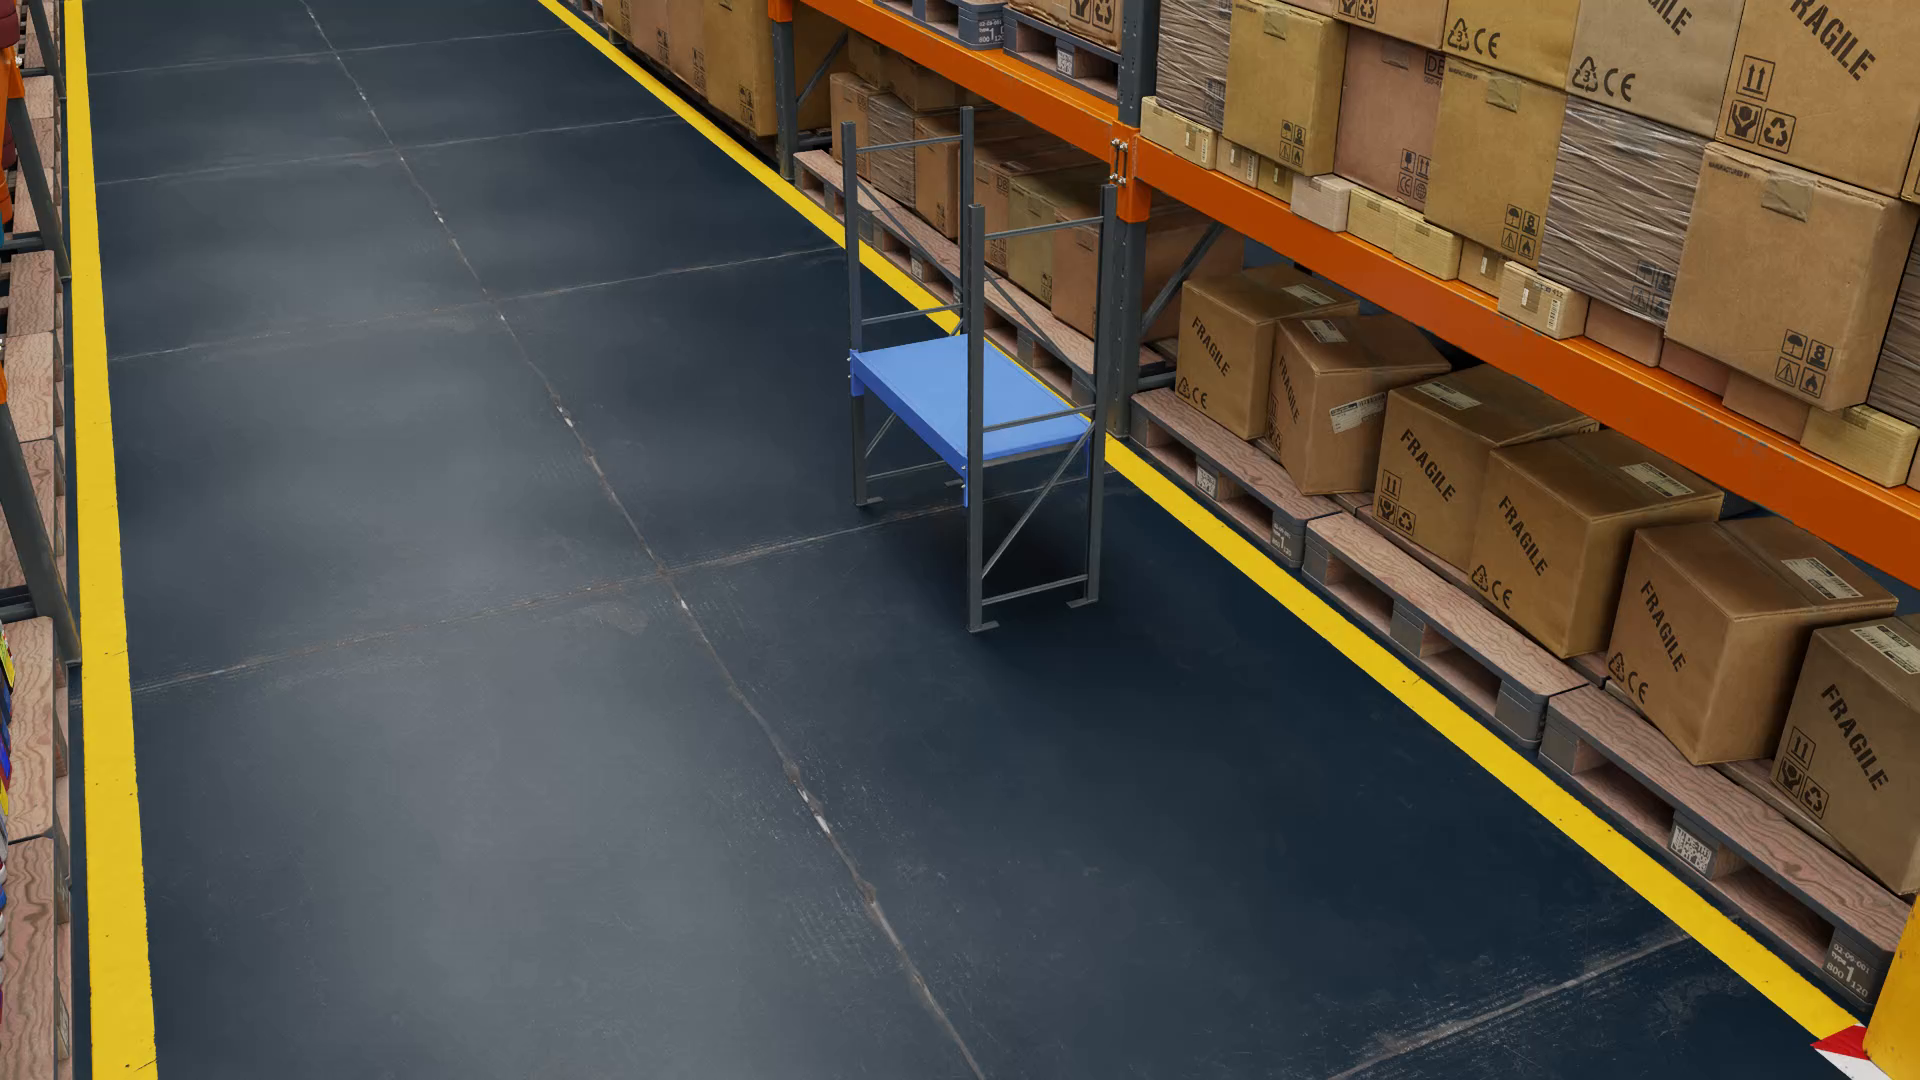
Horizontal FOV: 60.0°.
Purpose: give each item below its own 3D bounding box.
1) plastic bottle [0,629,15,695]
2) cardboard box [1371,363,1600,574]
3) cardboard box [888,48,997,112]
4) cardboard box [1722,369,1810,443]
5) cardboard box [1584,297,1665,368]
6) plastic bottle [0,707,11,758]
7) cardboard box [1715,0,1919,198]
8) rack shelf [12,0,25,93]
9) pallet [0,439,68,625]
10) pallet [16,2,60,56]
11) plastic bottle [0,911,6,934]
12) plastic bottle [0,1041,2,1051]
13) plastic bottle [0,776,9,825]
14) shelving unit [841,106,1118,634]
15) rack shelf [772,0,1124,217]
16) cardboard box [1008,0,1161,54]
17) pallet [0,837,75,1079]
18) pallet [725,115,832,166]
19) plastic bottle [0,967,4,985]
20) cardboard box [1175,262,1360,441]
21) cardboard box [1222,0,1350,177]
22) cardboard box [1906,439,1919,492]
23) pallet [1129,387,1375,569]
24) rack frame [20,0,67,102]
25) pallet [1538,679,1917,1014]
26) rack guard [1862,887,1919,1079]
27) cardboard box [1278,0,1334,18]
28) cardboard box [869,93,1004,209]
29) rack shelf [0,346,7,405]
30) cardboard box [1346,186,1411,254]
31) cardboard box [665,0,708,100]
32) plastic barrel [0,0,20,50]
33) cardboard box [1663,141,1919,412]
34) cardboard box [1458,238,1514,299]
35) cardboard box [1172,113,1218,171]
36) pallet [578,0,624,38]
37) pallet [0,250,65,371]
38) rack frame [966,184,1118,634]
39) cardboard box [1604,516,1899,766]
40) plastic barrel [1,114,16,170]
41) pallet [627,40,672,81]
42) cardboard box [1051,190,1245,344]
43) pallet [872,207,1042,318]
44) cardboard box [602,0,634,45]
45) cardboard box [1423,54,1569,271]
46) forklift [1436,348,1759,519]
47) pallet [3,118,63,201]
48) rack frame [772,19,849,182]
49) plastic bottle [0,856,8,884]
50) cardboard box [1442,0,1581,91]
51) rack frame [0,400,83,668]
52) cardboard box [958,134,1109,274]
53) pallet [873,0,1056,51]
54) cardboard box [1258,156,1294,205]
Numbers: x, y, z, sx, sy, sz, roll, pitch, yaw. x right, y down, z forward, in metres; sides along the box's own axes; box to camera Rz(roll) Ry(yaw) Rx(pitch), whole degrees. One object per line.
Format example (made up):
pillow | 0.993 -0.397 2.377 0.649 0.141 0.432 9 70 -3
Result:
plastic bottle | -2.882 0.319 4.942 0.061 0.283 0.133 -11 31 -20
cardboard box | 1.812 -0.256 5.766 0.500 0.500 0.500 -16 33 -26
cardboard box | -0.079 -2.531 9.036 0.500 0.250 0.500 -9 31 -16
cardboard box | 2.141 -0.387 4.130 0.380 0.149 0.250 -13 32 -22
cardboard box | 1.944 -0.612 4.531 0.380 0.149 0.250 -13 32 -22
plastic bottle | -2.768 0.455 4.630 0.144 0.351 0.185 -15 32 -24
cardboard box | 2.125 -1.111 3.735 0.500 0.500 0.500 -13 32 -22
rack shelf | -5.963 -3.154 9.543 1.077 0.370 4.000 -13 32 -22
pallet | -3.759 0.060 5.927 1.003 0.211 1.213 -13 32 -22
pallet | -7.699 -3.991 13.152 1.003 0.211 1.213 -13 32 -22
plastic bottle | -2.399 0.873 4.038 0.097 0.201 0.097 0 29 0
plastic bottle | -2.211 1.066 3.693 0.097 0.201 0.097 0 29 0
plastic bottle | -2.629 0.598 4.376 0.144 0.351 0.185 -13 32 -22
shelving unit | 0.037 -0.616 5.816 0.538 1.500 1.048 -13 32 -22
rack shelf | 0.228 -2.427 8.247 1.077 0.370 4.000 -13 32 -22
cardboard box | 0.872 -2.682 6.924 1.000 1.000 1.000 -13 32 -22
pallet | -2.608 1.244 3.816 1.003 0.211 1.213 -13 32 -22
pallet | -0.901 -2.772 10.978 1.003 0.211 1.213 -13 32 -22
plastic bottle | -2.314 0.930 3.864 0.097 0.271 0.097 0 29 0
cardboard box | 1.222 -0.765 6.674 0.500 0.500 0.500 -14 32 -23
cardboard box | 1.407 -1.591 5.613 0.875 0.500 0.500 -13 32 -22
cardboard box | 2.388 -0.174 3.750 0.380 0.149 0.250 -13 32 -22
pallet | 1.407 -0.352 6.661 1.003 0.211 1.213 -13 32 -22
rack frame | -6.821 -4.351 10.943 1.000 3.000 0.127 -13 32 -22
pallet | 2.454 0.726 4.739 1.003 0.211 1.213 -13 32 -22
rack guard | 2.771 0.966 4.015 1.175 0.500 0.348 -13 32 -22
cardboard box | 1.266 -1.994 5.311 0.500 0.500 0.500 -13 32 -22
cardboard box | -0.075 -2.192 9.198 0.700 0.500 0.500 -16 33 -26
rack shelf | -2.528 0.380 3.241 1.077 0.370 4.000 -13 32 -22
cardboard box | 1.466 -1.043 5.299 0.380 0.149 0.250 -13 32 -22
cardboard box | -1.284 -3.585 11.320 1.225 0.875 0.875 -13 32 -22
plastic barrel | -4.631 -2.502 7.506 0.600 0.536 0.708 -13 32 -22
cardboard box | 2.269 -0.708 4.040 0.875 0.500 0.500 -13 32 -22
cardboard box | 1.712 -0.829 4.918 0.380 0.149 0.250 -13 32 -22
cardboard box | 1.003 -1.476 6.073 0.380 0.149 0.250 -13 32 -22
pallet | -2.604 -4.527 14.108 1.003 0.211 1.213 -13 32 -22
pallet | -4.806 -1.018 7.849 1.003 0.211 1.213 -13 32 -22
rack frame | 0.255 -0.392 5.416 0.500 1.500 0.032 -13 32 -22
cardboard box | 2.263 0.281 4.809 0.500 0.500 0.500 -5 30 -9
plastic barrel | -5.814 -2.427 9.547 0.600 0.588 0.708 -13 32 -22
pallet | -1.948 -3.850 12.900 1.003 0.211 1.213 -13 32 -22
cardboard box | 0.842 -1.235 7.491 0.700 0.500 0.500 -16 33 -26
pallet | 0.223 -1.524 8.752 1.003 0.211 1.213 -13 32 -22
cardboard box | -2.055 -4.369 12.718 1.225 0.875 0.875 -13 32 -22
cardboard box | 1.890 -1.161 4.848 0.875 0.500 0.500 -13 32 -22
forklift | 2.572 -2.053 6.915 1.130 2.935 3.031 -14 32 -23
pallet | -6.000 -2.246 10.039 1.003 0.211 1.213 -13 32 -22
rack frame | -0.631 -3.624 9.646 1.000 3.000 0.127 -13 32 -22
plastic bottle | -2.487 0.782 4.200 0.097 0.201 0.097 0 29 0
cardboard box | 1.705 -1.555 4.527 0.500 0.500 0.500 -13 32 -22
rack frame | -3.387 -0.817 4.641 1.000 3.000 0.127 -13 32 -22
cardboard box | 0.414 -1.696 8.314 0.700 0.500 0.500 -16 33 -26
pallet | 0.256 -2.675 8.149 1.003 0.211 1.213 -13 32 -22
cardboard box | 1.251 -1.263 5.693 0.380 0.149 0.250 -13 32 -22
